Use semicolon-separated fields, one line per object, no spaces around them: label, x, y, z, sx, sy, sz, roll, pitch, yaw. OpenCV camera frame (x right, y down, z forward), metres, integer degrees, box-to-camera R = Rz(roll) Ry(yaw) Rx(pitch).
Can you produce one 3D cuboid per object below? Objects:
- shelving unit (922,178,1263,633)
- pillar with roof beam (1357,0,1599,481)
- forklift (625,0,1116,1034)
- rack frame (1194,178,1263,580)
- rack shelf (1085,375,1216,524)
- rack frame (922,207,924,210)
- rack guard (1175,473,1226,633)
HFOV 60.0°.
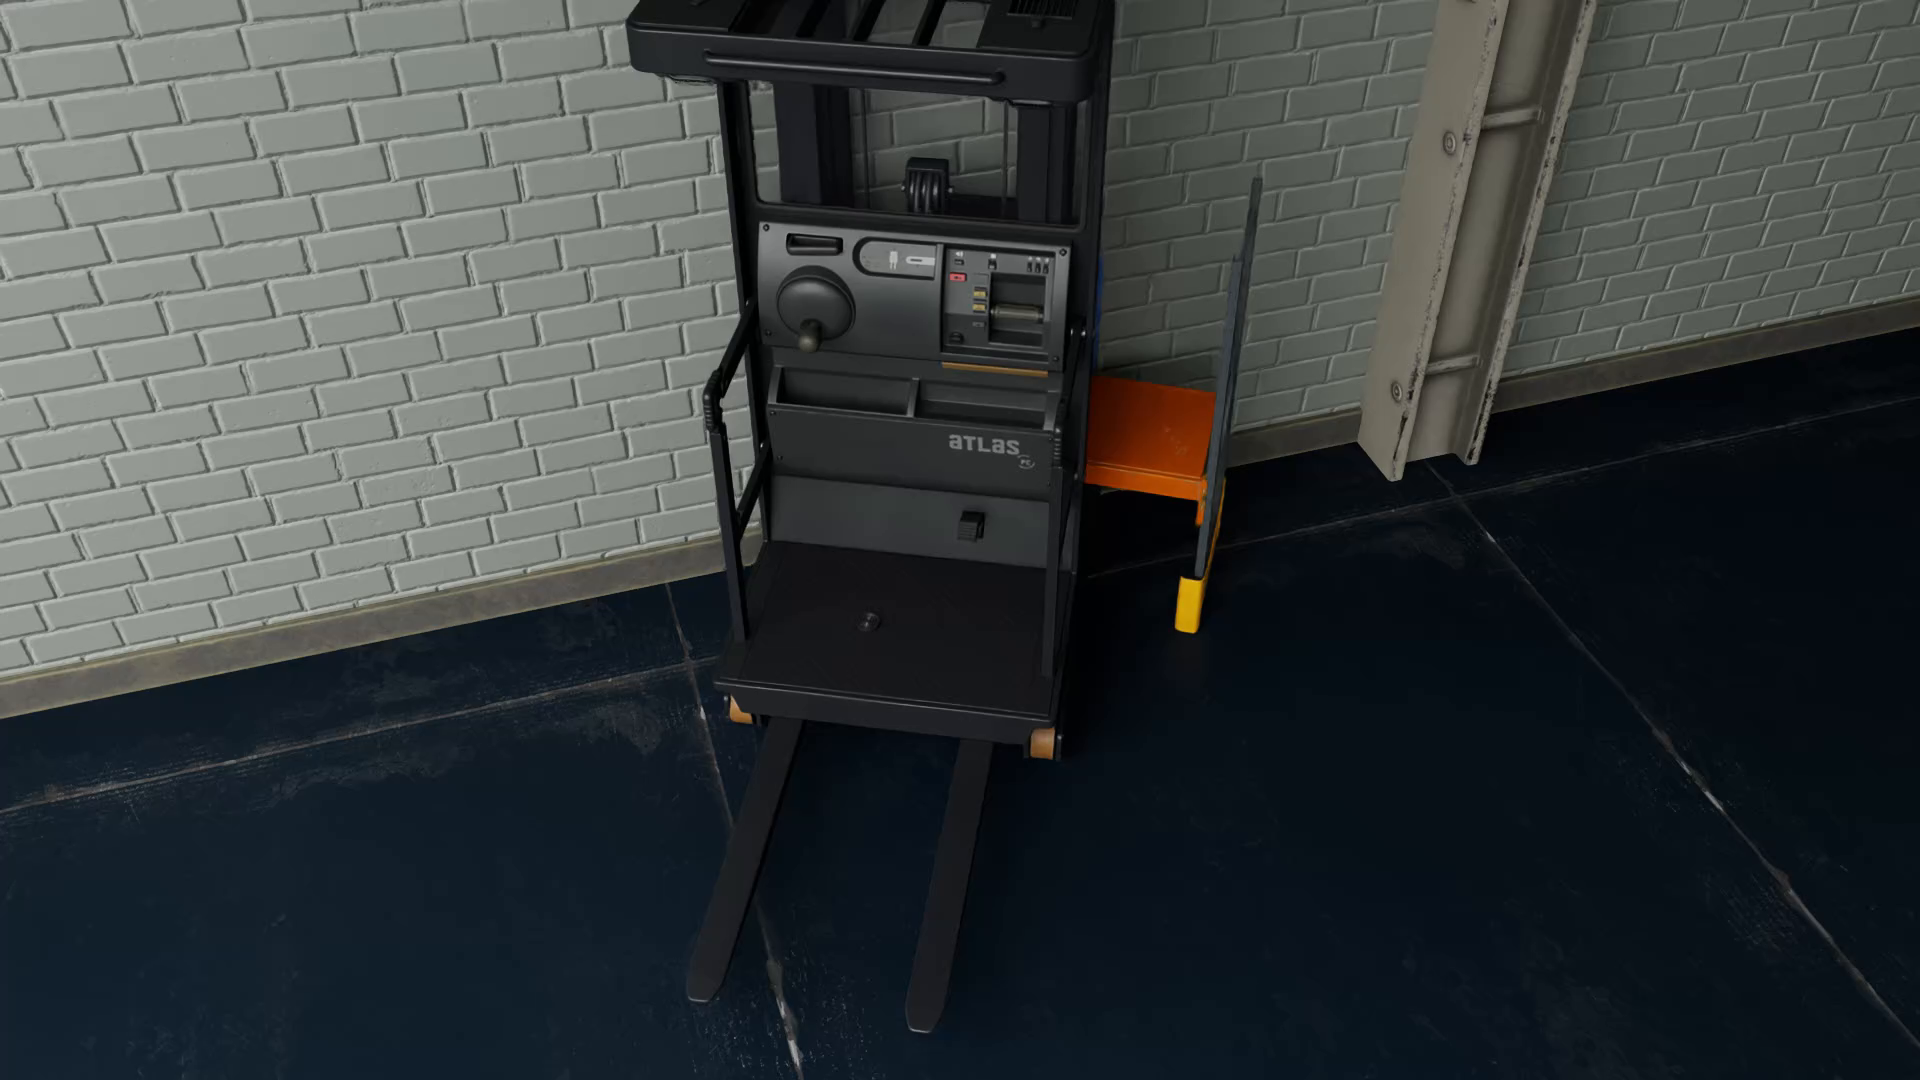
shelving unit;0.380;-0.504;5.659;1.083;1.500;0.587;10;43;11
pillar with roof beam;3.120;-1.051;0.614;0.400;9.000;9.100;-12;42;-13
forklift;-0.172;-0.645;4.761;1.130;2.935;3.031;6;41;7
rack frame;0.881;-0.420;5.561;0.032;1.500;0.500;10;43;11
rack shelf;0.390;-0.369;5.778;1.000;0.185;0.538;10;43;11
rack frame;-0.103;-0.586;5.754;0.032;1.500;0.500;10;43;11
rack guard;0.866;0.041;5.983;0.087;0.250;0.587;10;43;11
